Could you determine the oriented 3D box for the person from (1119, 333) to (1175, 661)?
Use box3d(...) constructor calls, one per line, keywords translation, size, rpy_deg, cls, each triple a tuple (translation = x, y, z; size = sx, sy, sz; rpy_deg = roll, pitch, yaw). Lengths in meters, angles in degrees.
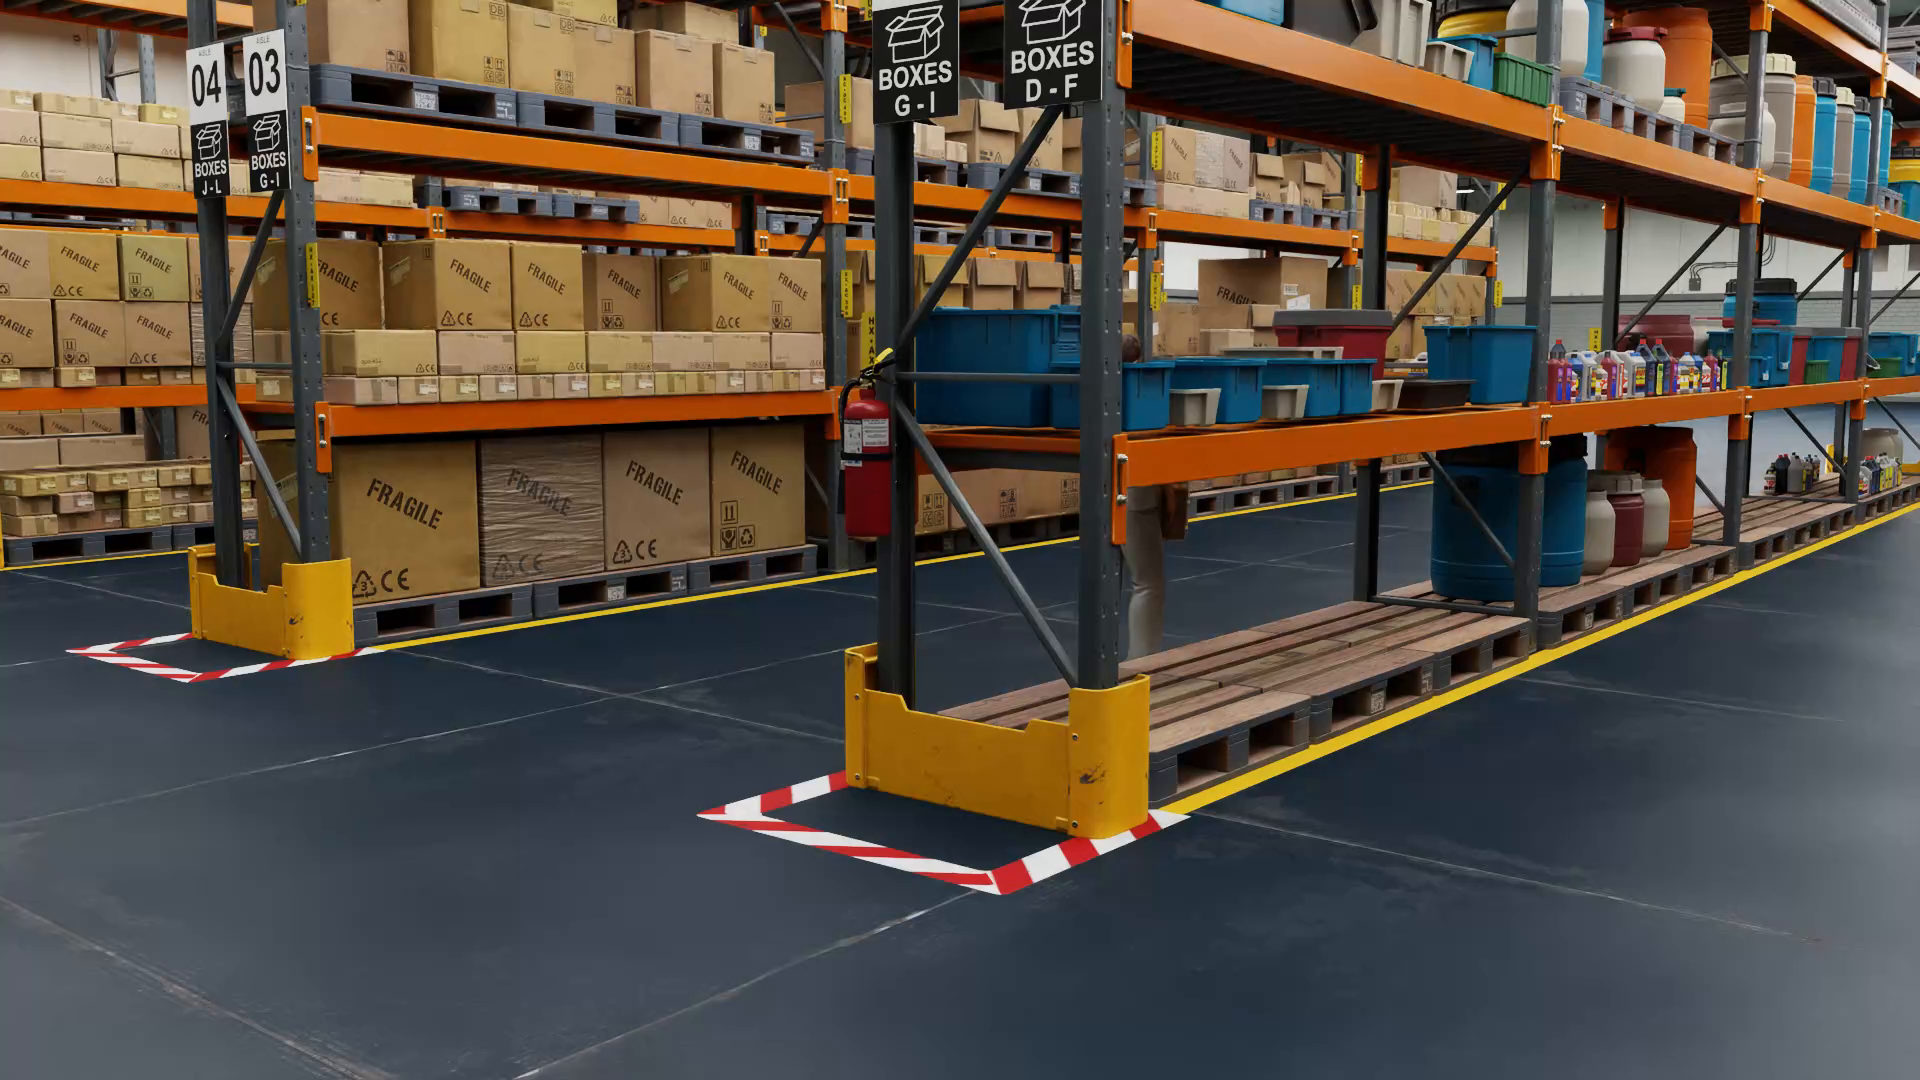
box3d(translation=(0.779, -0.136, 7.874), size=(0.467, 1.676, 0.378), rpy_deg=(5, 8, 37), cls="person")
